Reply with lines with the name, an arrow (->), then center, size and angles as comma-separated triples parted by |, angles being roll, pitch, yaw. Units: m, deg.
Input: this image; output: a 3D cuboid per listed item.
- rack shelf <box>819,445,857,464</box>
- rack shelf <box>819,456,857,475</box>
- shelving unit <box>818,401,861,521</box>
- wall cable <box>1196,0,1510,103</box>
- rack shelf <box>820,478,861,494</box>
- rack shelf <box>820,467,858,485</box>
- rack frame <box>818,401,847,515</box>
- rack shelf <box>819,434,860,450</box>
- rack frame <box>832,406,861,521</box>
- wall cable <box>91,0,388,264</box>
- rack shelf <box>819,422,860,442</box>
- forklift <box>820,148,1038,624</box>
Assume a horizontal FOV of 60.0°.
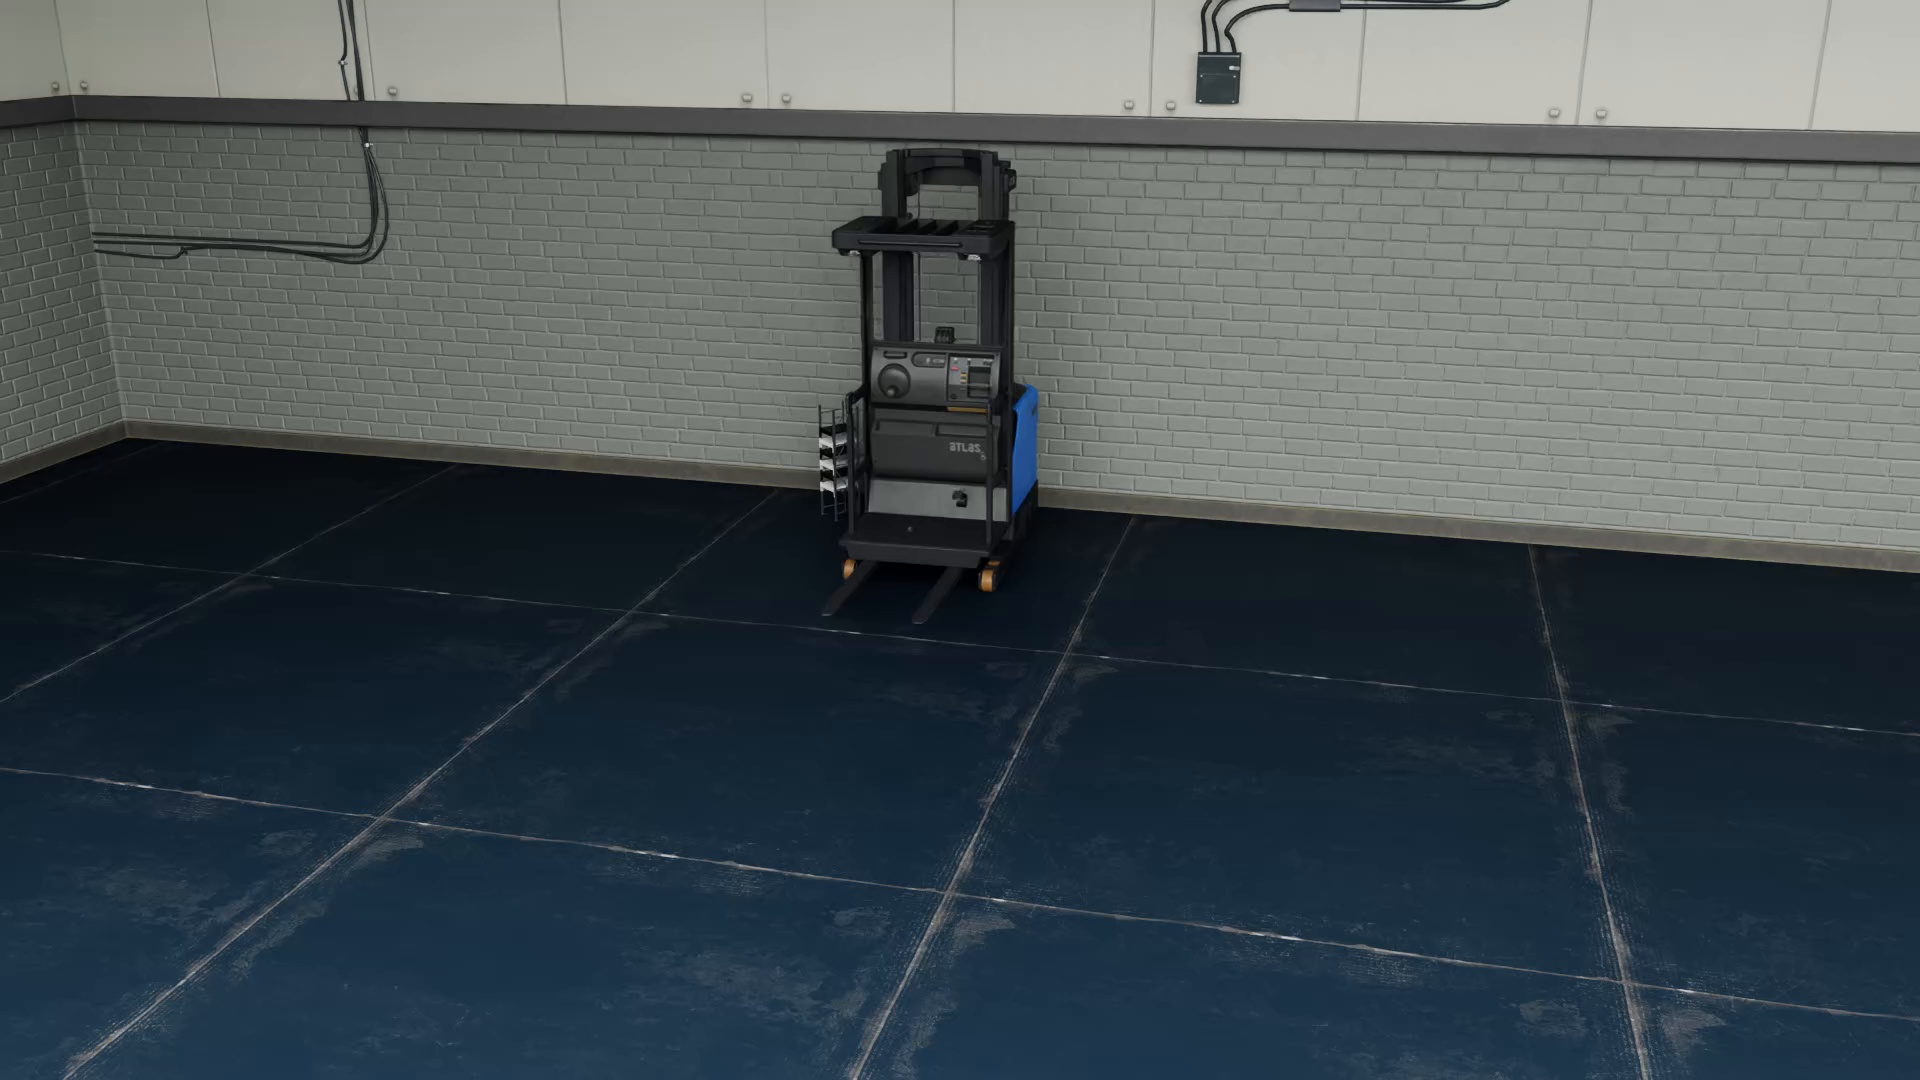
rack shelf -> -0.948, -0.676, 13.099 | 0.258, 0.077, 0.200 | -13, 23, -34
rack shelf -> -0.948, -0.591, 13.128 | 0.258, 0.077, 0.200 | -13, 23, -34
shelving unit -> -0.948, -0.622, 13.118 | 0.258, 0.900, 0.210 | -13, 23, -34
wall cable -> 2.843, -5.946, 10.913 | 2.305, 6.003, 0.169 | 5, 19, 13
rack shelf -> -0.948, -0.421, 13.187 | 0.258, 0.077, 0.200 | -13, 23, -34
rack shelf -> -0.948, -0.506, 13.157 | 0.258, 0.077, 0.200 | -13, 23, -34
rack frame -> -1.009, -0.649, 13.195 | 0.240, 0.900, 0.006 | -13, 23, -34
rack shelf -> -0.948, -0.761, 13.070 | 0.258, 0.077, 0.200 | -13, 23, -34
rack frame -> -0.888, -0.596, 13.040 | 0.240, 0.900, 0.006 | -13, 23, -34
wall cable -> -6.359, -3.622, 14.174 | 3.097, 2.526, 0.112 | 5, 19, 13
rack shelf -> -0.948, -0.846, 13.041 | 0.258, 0.077, 0.200 | -13, 23, -34
forklift -> -0.219, -1.152, 11.526 | 1.130, 2.935, 3.031 | 4, 19, 12
